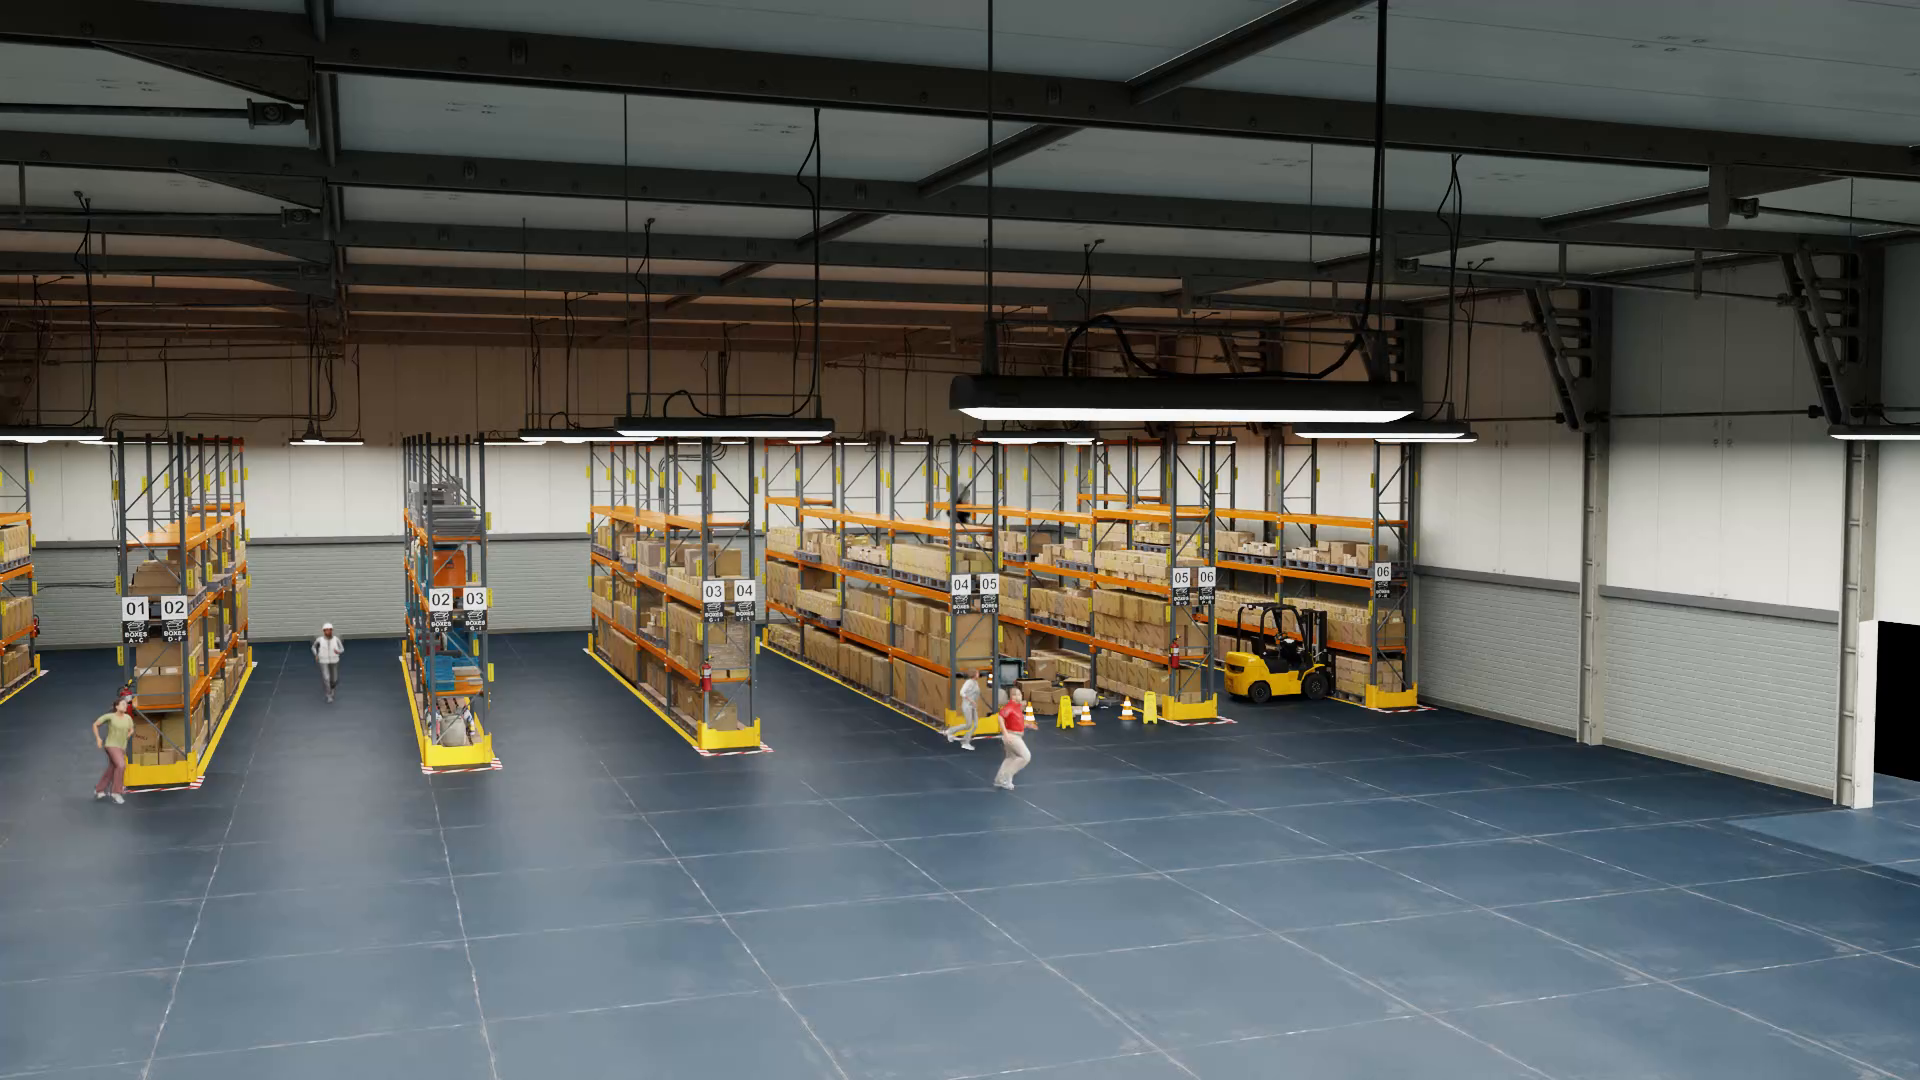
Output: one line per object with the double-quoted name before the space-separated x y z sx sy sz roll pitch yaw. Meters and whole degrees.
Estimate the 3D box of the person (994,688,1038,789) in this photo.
"person" 0.938 3.322 27.852 0.733 1.688 0.638 0 3 7

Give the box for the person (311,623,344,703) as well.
"person" -14.242 2.756 37.507 0.666 1.750 0.930 -2 4 -30

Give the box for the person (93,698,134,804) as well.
"person" -13.720 3.396 27.073 0.791 1.664 0.592 1 3 24

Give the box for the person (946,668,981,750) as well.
"person" 0.115 3.208 31.833 0.615 1.519 0.592 2 4 27

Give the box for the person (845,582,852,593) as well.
"person" -3.388 2.136 50.491 0.706 1.690 0.573 -1 3 -16
